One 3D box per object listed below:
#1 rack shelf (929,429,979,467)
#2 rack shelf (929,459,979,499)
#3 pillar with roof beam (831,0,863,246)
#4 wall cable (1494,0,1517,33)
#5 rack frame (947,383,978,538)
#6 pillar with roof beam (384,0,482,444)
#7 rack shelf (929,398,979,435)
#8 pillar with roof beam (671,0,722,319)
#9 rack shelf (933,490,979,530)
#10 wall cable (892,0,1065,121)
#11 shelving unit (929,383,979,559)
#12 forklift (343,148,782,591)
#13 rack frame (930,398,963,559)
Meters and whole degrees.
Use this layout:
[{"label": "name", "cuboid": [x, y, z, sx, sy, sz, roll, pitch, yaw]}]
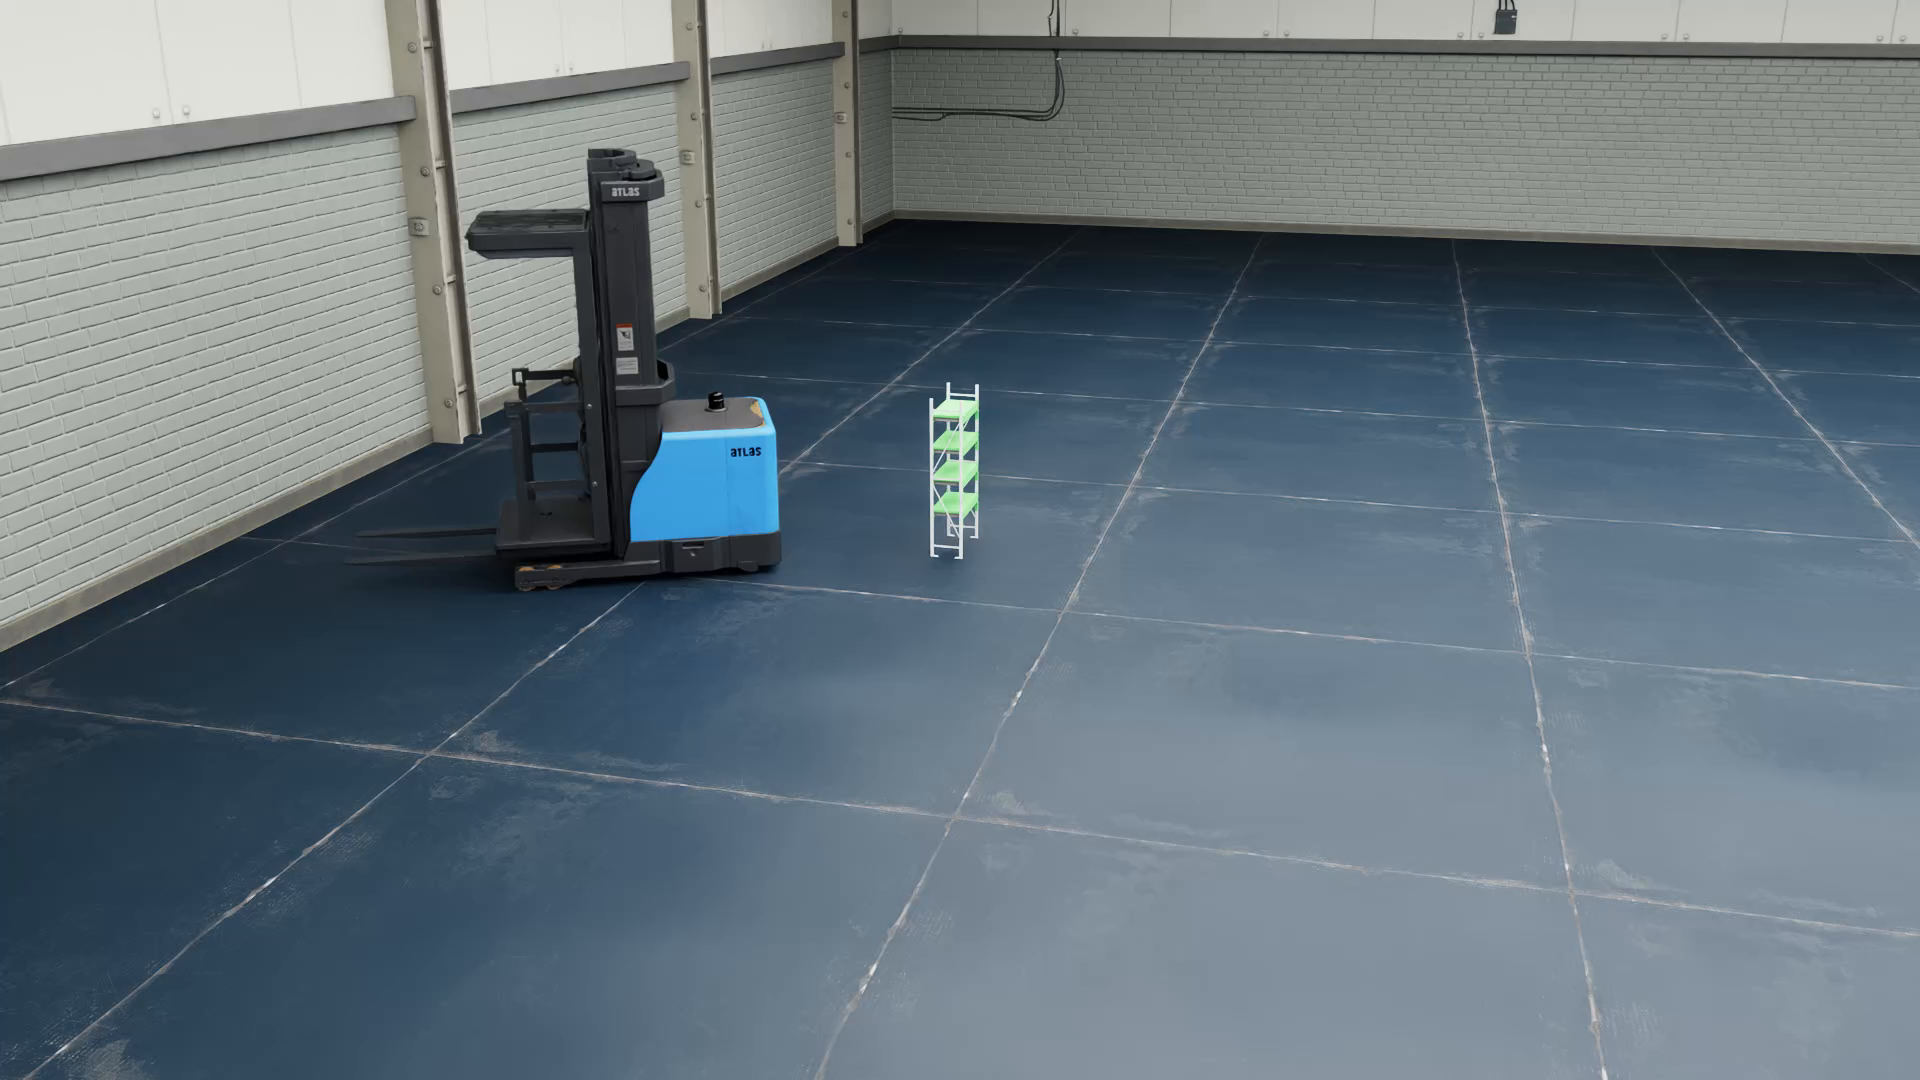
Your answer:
[{"label": "rack shelf", "cuboid": [-0.040, -0.683, 12.285, 0.258, 0.148, 0.480, 5, 19, 13]}, {"label": "rack shelf", "cuboid": [-0.040, -0.455, 12.362, 0.258, 0.148, 0.480, 5, 19, 13]}, {"label": "pillar with roof beam", "cuboid": [2.419, -8.635, 24.046, 9.100, 9.000, 0.400, 5, 19, 13]}, {"label": "wall cable", "cuboid": [9.448, -10.649, 24.680, 2.305, 6.003, 0.169, 5, 19, 13]}, {"label": "rack frame", "cuboid": [0.019, -0.592, 12.566, 0.240, 1.200, 0.015, 5, 19, 13]}, {"label": "pillar with roof beam", "cuboid": [-0.513, -4.874, 13.034, 9.100, 9.000, 0.400, 5, 19, 13]}, {"label": "rack shelf", "cuboid": [-0.040, -0.910, 12.207, 0.258, 0.148, 0.480, 5, 19, 13]}, {"label": "pillar with roof beam", "cuboid": [0.953, -6.754, 18.540, 9.100, 9.000, 0.400, 5, 19, 13]}, {"label": "rack shelf", "cuboid": [-0.040, -0.228, 12.440, 0.258, 0.148, 0.480, 5, 19, 13]}, {"label": "wall cable", "cuboid": [0.246, -8.324, 27.941, 3.097, 2.526, 0.112, 5, 19, 13]}, {"label": "shelving unit", "cuboid": [-0.040, -0.516, 12.342, 0.258, 1.200, 0.503, 5, 19, 13]}, {"label": "forklift", "cuboid": [-2.857, -1.215, 11.711, 3.031, 2.935, 1.130, -4, 19, -11]}, {"label": "rack frame", "cuboid": [-0.100, -0.439, 12.118, 0.240, 1.200, 0.015, 5, 19, 13]}]
